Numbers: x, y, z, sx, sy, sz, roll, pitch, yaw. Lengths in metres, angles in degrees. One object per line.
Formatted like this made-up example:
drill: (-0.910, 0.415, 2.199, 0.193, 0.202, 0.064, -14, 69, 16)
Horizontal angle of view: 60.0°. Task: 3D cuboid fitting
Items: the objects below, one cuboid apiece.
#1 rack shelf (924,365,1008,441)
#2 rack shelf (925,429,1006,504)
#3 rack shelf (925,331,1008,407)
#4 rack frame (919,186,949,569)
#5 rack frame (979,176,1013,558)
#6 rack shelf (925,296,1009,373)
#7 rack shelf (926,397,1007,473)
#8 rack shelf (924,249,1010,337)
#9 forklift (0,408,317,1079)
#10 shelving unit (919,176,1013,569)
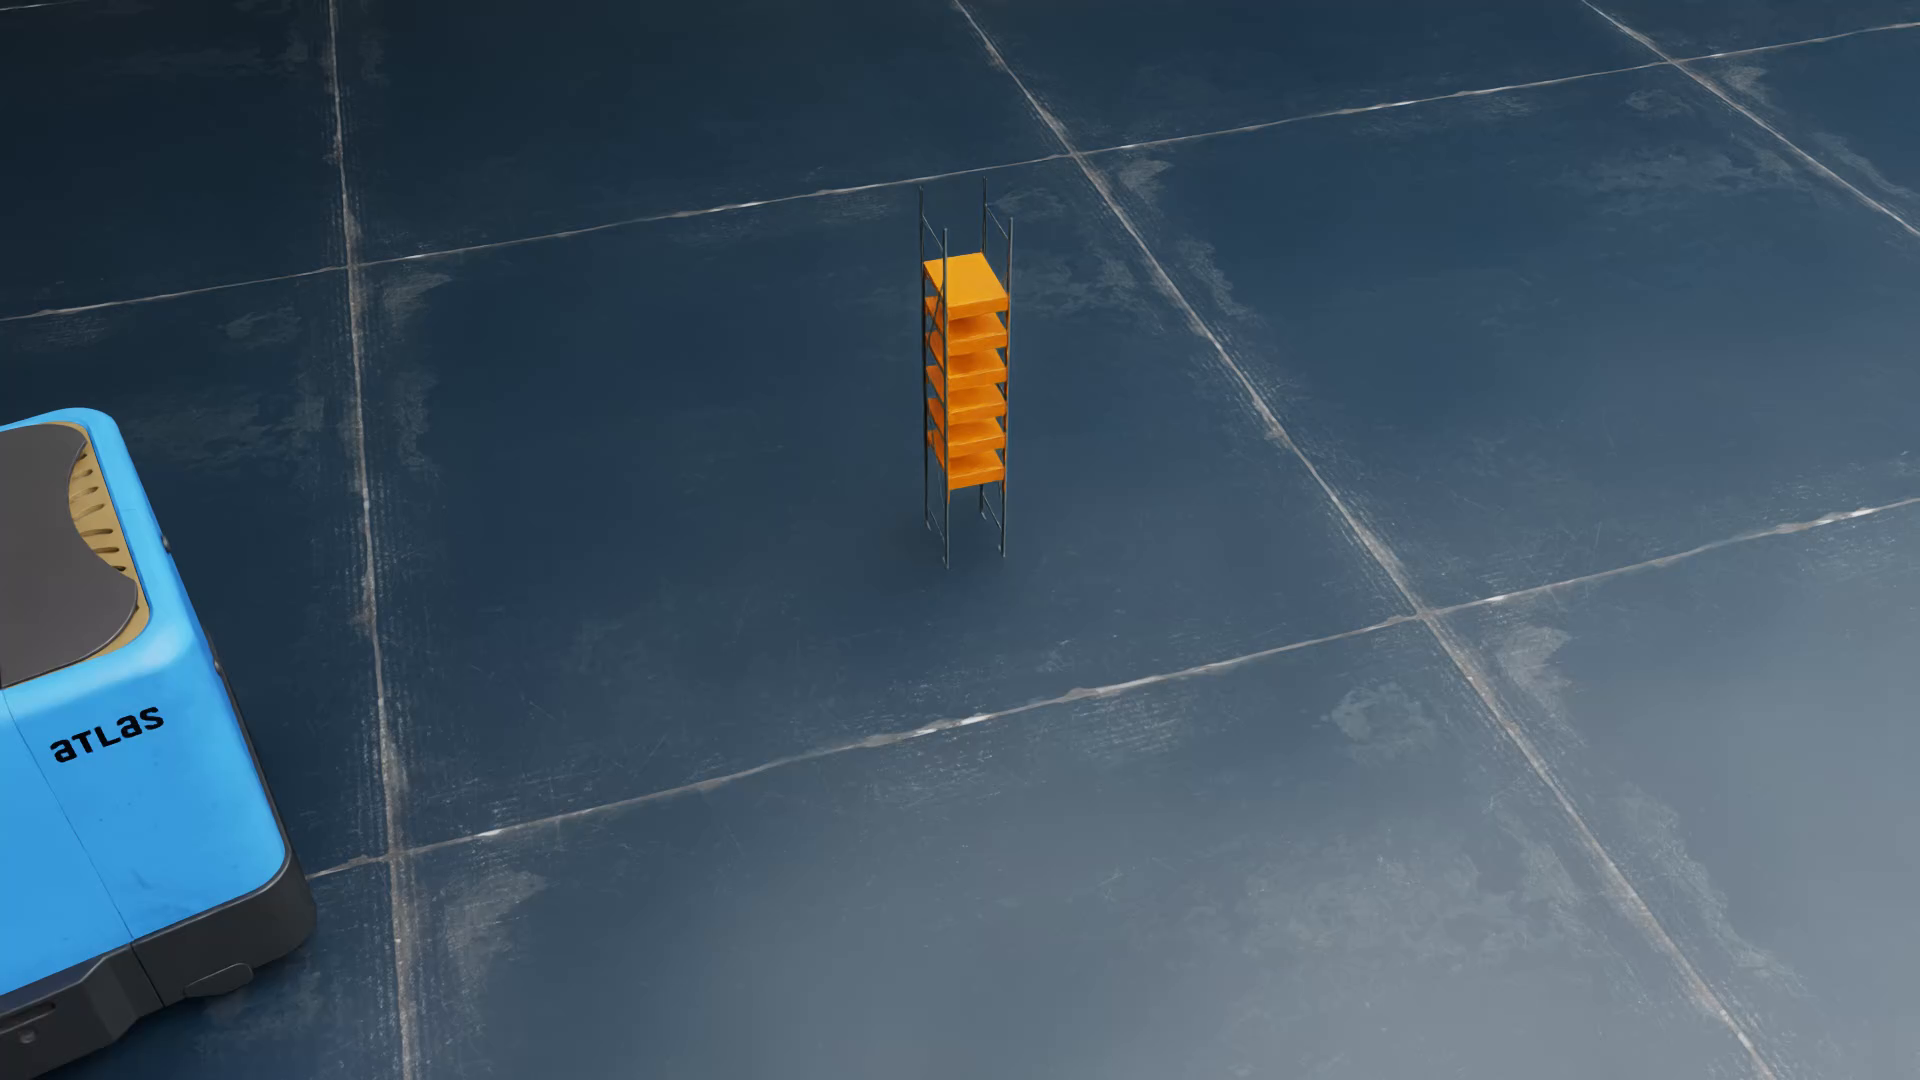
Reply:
rack shelf: (0.014, -0.421, 4.888, 0.180, 0.103, 0.258, -12, 42, -13)
rack shelf: (0.014, -0.241, 5.046, 0.180, 0.103, 0.258, -12, 42, -13)
rack shelf: (0.014, -0.512, 4.809, 0.180, 0.103, 0.258, -12, 42, -13)
rack frame: (-0.073, -0.437, 4.838, 0.006, 1.200, 0.240, -12, 42, -13)
rack frame: (0.101, -0.473, 4.879, 0.006, 1.200, 0.240, -12, 42, -13)
rack shelf: (0.014, -0.602, 4.730, 0.180, 0.103, 0.258, -12, 42, -13)
rack shelf: (0.014, -0.331, 4.967, 0.180, 0.103, 0.258, -12, 42, -13)
rack shelf: (0.014, -0.692, 4.651, 0.180, 0.103, 0.258, -12, 42, -13)
forklift: (-3.103, 0.136, 2.867, 3.031, 2.935, 1.130, -22, 46, -23)
shelving unit: (0.014, -0.455, 4.859, 0.189, 1.200, 0.258, -12, 42, -13)
